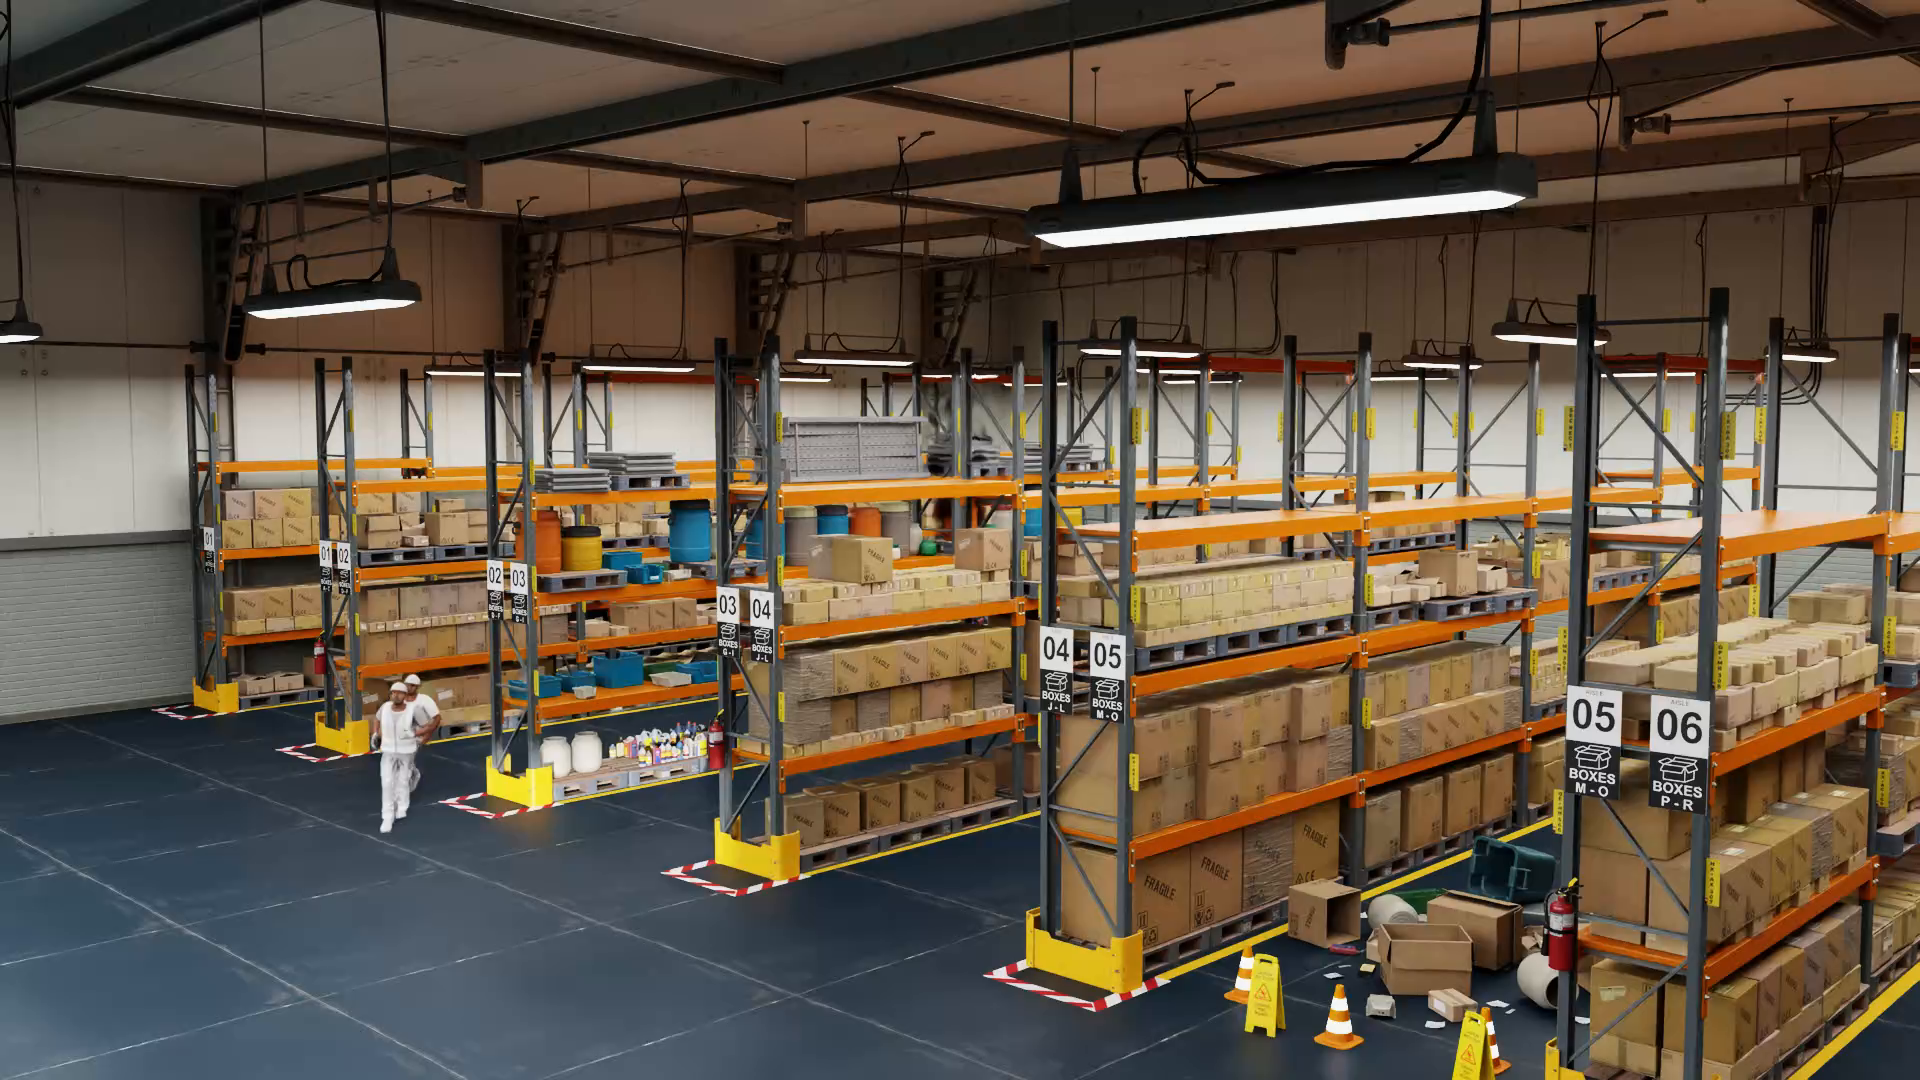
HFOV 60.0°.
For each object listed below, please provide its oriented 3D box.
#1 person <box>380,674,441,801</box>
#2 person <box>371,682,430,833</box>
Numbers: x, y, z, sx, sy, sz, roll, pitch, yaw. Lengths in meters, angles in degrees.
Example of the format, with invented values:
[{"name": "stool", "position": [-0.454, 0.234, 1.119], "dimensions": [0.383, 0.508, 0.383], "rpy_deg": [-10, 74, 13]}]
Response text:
[{"name": "person", "position": [-7.327, 2.632, 22.111], "dimensions": [0.758, 1.713, 0.537], "rpy_deg": [1, 5, 15]}, {"name": "person", "position": [-6.980, 2.681, 20.794], "dimensions": [0.707, 1.843, 0.733], "rpy_deg": [-1, 4, -9]}]
